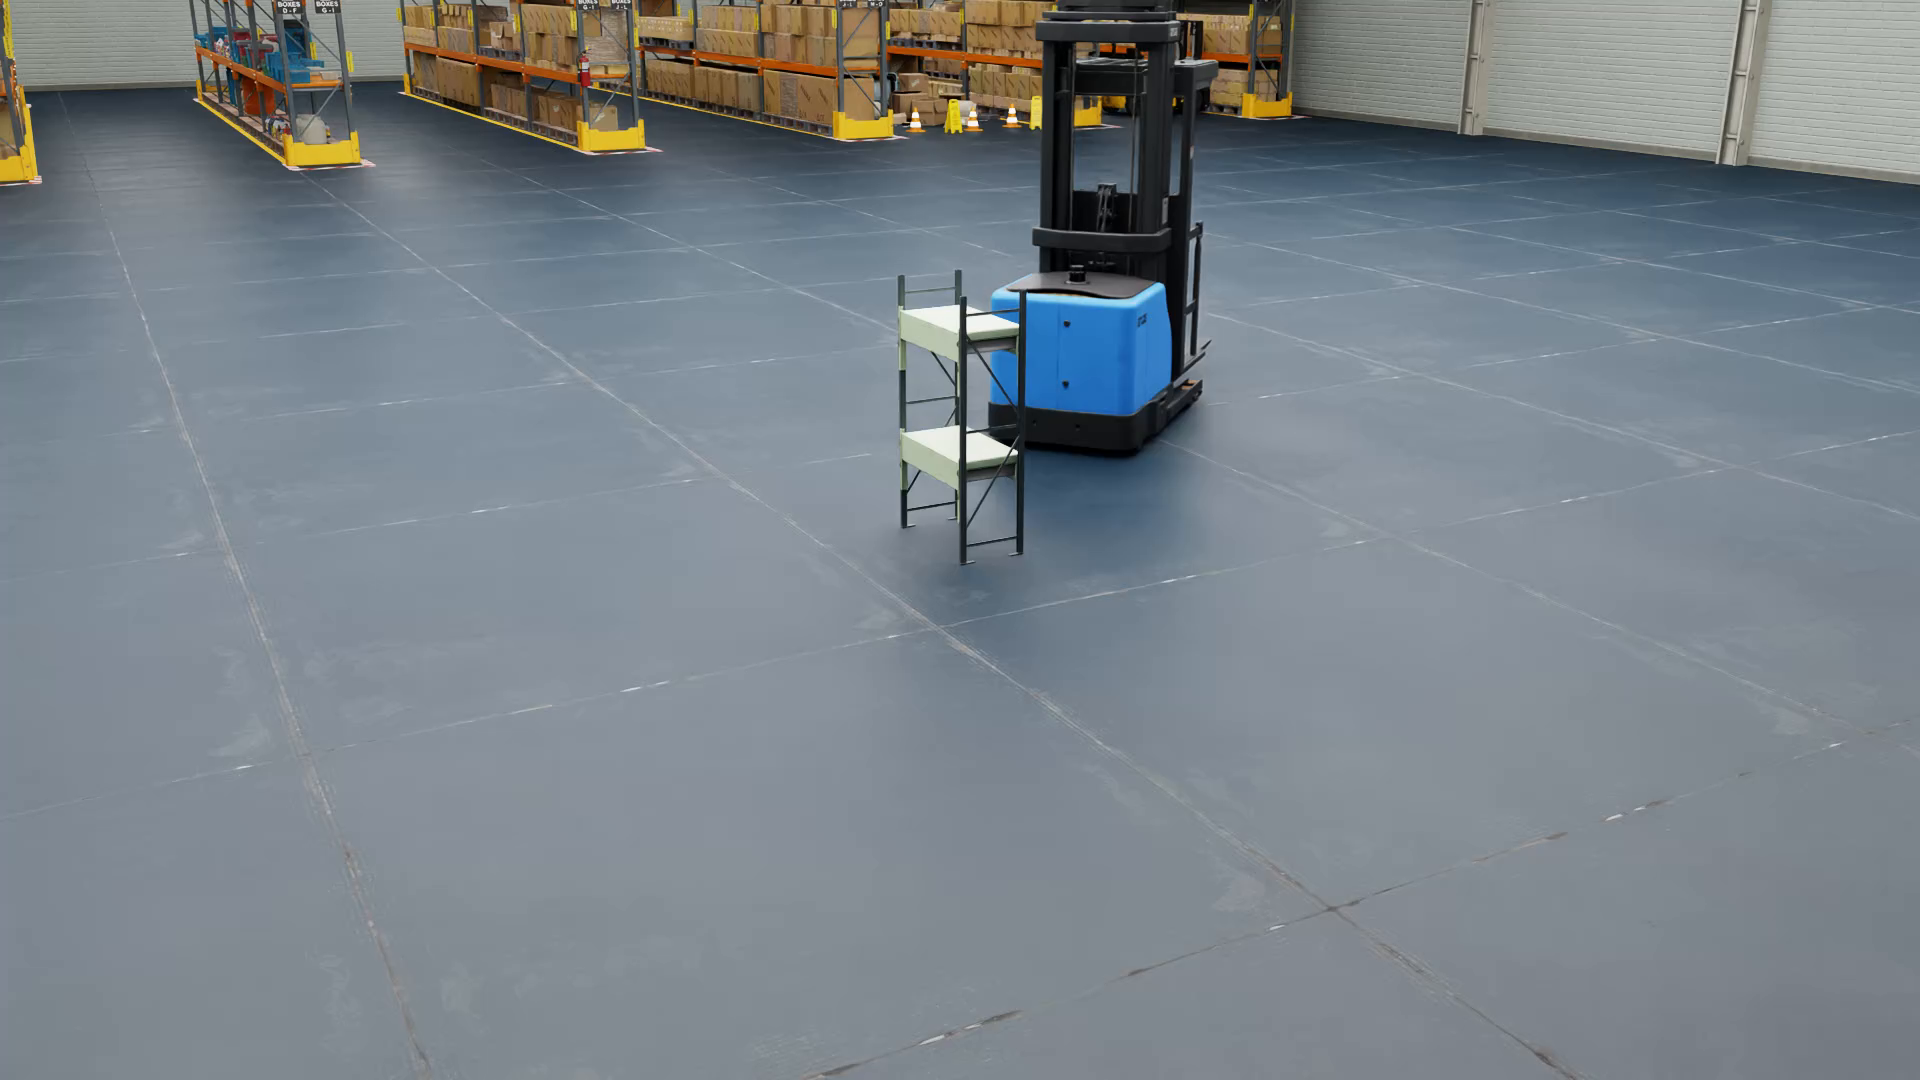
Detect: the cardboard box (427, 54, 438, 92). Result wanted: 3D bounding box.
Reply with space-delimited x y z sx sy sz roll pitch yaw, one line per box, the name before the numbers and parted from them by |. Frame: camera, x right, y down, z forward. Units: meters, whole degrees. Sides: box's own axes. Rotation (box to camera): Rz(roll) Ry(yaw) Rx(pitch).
cardboard box | -12.669 -11.625 41.335 0.875 0.875 0.875 -10 21 -27

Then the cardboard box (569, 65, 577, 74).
cardboard box | -6.899 -8.592 30.319 0.380 0.149 0.250 -10 21 -27

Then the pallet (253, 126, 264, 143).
pallet | -12.966 -7.808 31.935 1.003 0.211 1.213 -10 21 -27

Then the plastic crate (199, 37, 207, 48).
plastic crate | -17.661 -11.715 39.147 0.416 0.233 0.300 -10 21 -27

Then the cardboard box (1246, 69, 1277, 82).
cardboard box | 6.726 -10.369 37.121 0.500 0.250 0.500 -10 22 -27

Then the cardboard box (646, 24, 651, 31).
cardboard box | -7.431 -12.523 40.610 0.380 0.149 0.250 -11 22 -29

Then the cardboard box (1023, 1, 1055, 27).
cardboard box | 1.753 -10.980 34.712 0.700 0.500 0.500 -10 21 -26

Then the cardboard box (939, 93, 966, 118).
cardboard box | -0.167 -9.510 36.421 0.500 0.500 0.500 4 19 11

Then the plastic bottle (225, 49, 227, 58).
plastic bottle | -15.497 -10.309 35.213 0.097 0.201 0.097 0 19 0

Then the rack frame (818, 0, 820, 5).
rack frame | -3.277 -13.505 44.172 1.000 3.000 0.127 -10 21 -27

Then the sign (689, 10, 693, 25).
sign | -6.159 -11.984 38.110 0.100 0.325 0.005 -10 21 -27

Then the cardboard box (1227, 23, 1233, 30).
cardboard box | 6.160 -11.393 36.903 0.380 0.149 0.250 -10 21 -26

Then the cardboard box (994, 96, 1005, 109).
cardboard box | 1.082 -9.593 36.405 0.500 0.250 0.500 -10 22 -27

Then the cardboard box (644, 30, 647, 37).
cardboard box | -7.551 -12.454 40.866 0.380 0.149 0.250 -10 21 -26

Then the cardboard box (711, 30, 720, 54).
cardboard box | -5.227 -11.148 37.185 0.500 0.500 0.500 -10 21 -27

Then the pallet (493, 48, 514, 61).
pallet | -9.123 -10.169 34.798 1.003 0.211 1.213 -10 21 -27

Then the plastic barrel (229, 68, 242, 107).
plastic barrel | -15.778 -10.048 36.724 0.600 0.901 0.708 -10 21 -27

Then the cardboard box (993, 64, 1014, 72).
cardboard box | 0.947 -10.288 36.276 0.380 0.149 0.250 -9 21 -24

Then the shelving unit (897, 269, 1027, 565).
shelving unit | 0.003 -0.707 9.381 0.431 1.500 0.755 -10 21 -27

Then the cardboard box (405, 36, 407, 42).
cardboard box | -14.020 -12.847 42.648 0.380 0.149 0.250 -10 21 -26

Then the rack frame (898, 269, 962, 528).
rack frame | -0.171 -0.812 9.686 0.400 1.500 0.023 -10 21 -27

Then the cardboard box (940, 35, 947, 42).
cardboard box | -0.229 -11.540 38.219 0.380 0.149 0.250 -10 22 -28

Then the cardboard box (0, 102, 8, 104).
cardboard box | -16.280 -7.149 28.173 0.500 0.500 0.500 -10 21 -27

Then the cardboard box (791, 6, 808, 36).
cardboard box | -2.884 -10.416 33.333 0.875 0.550 0.500 -10 21 -27

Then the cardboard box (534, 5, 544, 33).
cardboard box | -7.734 -9.879 31.520 0.500 0.500 0.500 -10 21 -27

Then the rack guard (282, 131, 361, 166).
rack guard | -10.736 -6.591 27.967 1.175 0.500 0.348 -10 21 -27

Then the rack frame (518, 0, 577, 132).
rack frame | -8.200 -9.674 33.068 1.000 3.000 0.127 -10 21 -27

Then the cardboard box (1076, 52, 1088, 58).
cardboard box | 2.442 -10.071 34.605 0.380 0.149 0.250 -10 21 -26

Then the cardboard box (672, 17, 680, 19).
cardboard box | -6.849 -12.759 40.837 0.380 0.149 0.250 -10 21 -27

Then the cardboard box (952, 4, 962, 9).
cardboard box | 0.003 -12.388 38.685 0.380 0.149 0.250 -9 21 -24

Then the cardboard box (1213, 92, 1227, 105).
cardboard box | 6.059 -9.959 37.467 0.500 0.250 0.500 -10 21 -27

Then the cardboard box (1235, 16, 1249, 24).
cardboard box | 6.288 -11.461 36.644 0.380 0.149 0.250 -10 21 -27

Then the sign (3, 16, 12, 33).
sign | -18.332 -9.923 32.015 0.100 0.325 0.005 -10 21 -27

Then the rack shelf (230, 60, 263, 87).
rack shelf | -13.508 -9.141 32.626 1.077 0.370 4.000 -10 21 -27

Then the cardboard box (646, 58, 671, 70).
cardboard box | -7.467 -11.828 41.349 0.500 0.250 0.500 -11 22 -29

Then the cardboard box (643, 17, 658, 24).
cardboard box | -7.546 -12.733 40.763 0.380 0.149 0.250 -10 21 -26

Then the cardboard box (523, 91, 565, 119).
cardboard box | -8.472 -8.880 33.924 0.700 0.500 0.500 -12 22 -31

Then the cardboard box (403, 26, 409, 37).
cardboard box | -13.908 -13.009 42.506 0.500 0.250 0.500 -11 22 -28

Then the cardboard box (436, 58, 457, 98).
cardboard box | -11.677 -10.984 39.478 1.225 0.875 0.875 -10 21 -26

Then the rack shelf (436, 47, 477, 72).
rack shelf | -11.049 -11.056 38.177 1.077 0.370 4.000 -10 21 -27

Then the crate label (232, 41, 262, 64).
crate label | -14.224 -9.745 33.218 0.502 0.435 0.616 -10 21 -27

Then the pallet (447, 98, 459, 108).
pallet | -11.566 -10.442 39.570 1.003 0.211 1.213 -10 21 -27

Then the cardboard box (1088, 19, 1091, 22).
cardboard box | 3.435 -13.057 41.724 0.380 0.149 0.250 -10 21 -26

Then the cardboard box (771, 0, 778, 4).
cardboard box | -4.948 -14.844 46.366 0.500 0.500 0.500 -11 22 -28

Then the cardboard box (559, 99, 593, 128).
cardboard box | -7.402 -8.240 32.102 0.500 0.500 0.500 -12 22 -31

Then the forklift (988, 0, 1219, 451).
forklift | 1.209 -2.427 12.171 1.130 2.935 3.031 7 20 20

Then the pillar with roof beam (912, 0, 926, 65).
pillar with roof beam | -5.086 -18.506 49.467 9.100 9.000 0.400 -10 21 -27

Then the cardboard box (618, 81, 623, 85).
cardboard box | -8.771 -12.067 43.729 0.380 0.149 0.250 -10 21 -27

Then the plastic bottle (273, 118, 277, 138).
plastic bottle | -12.249 -7.390 29.836 0.144 0.351 0.185 -10 21 -27
